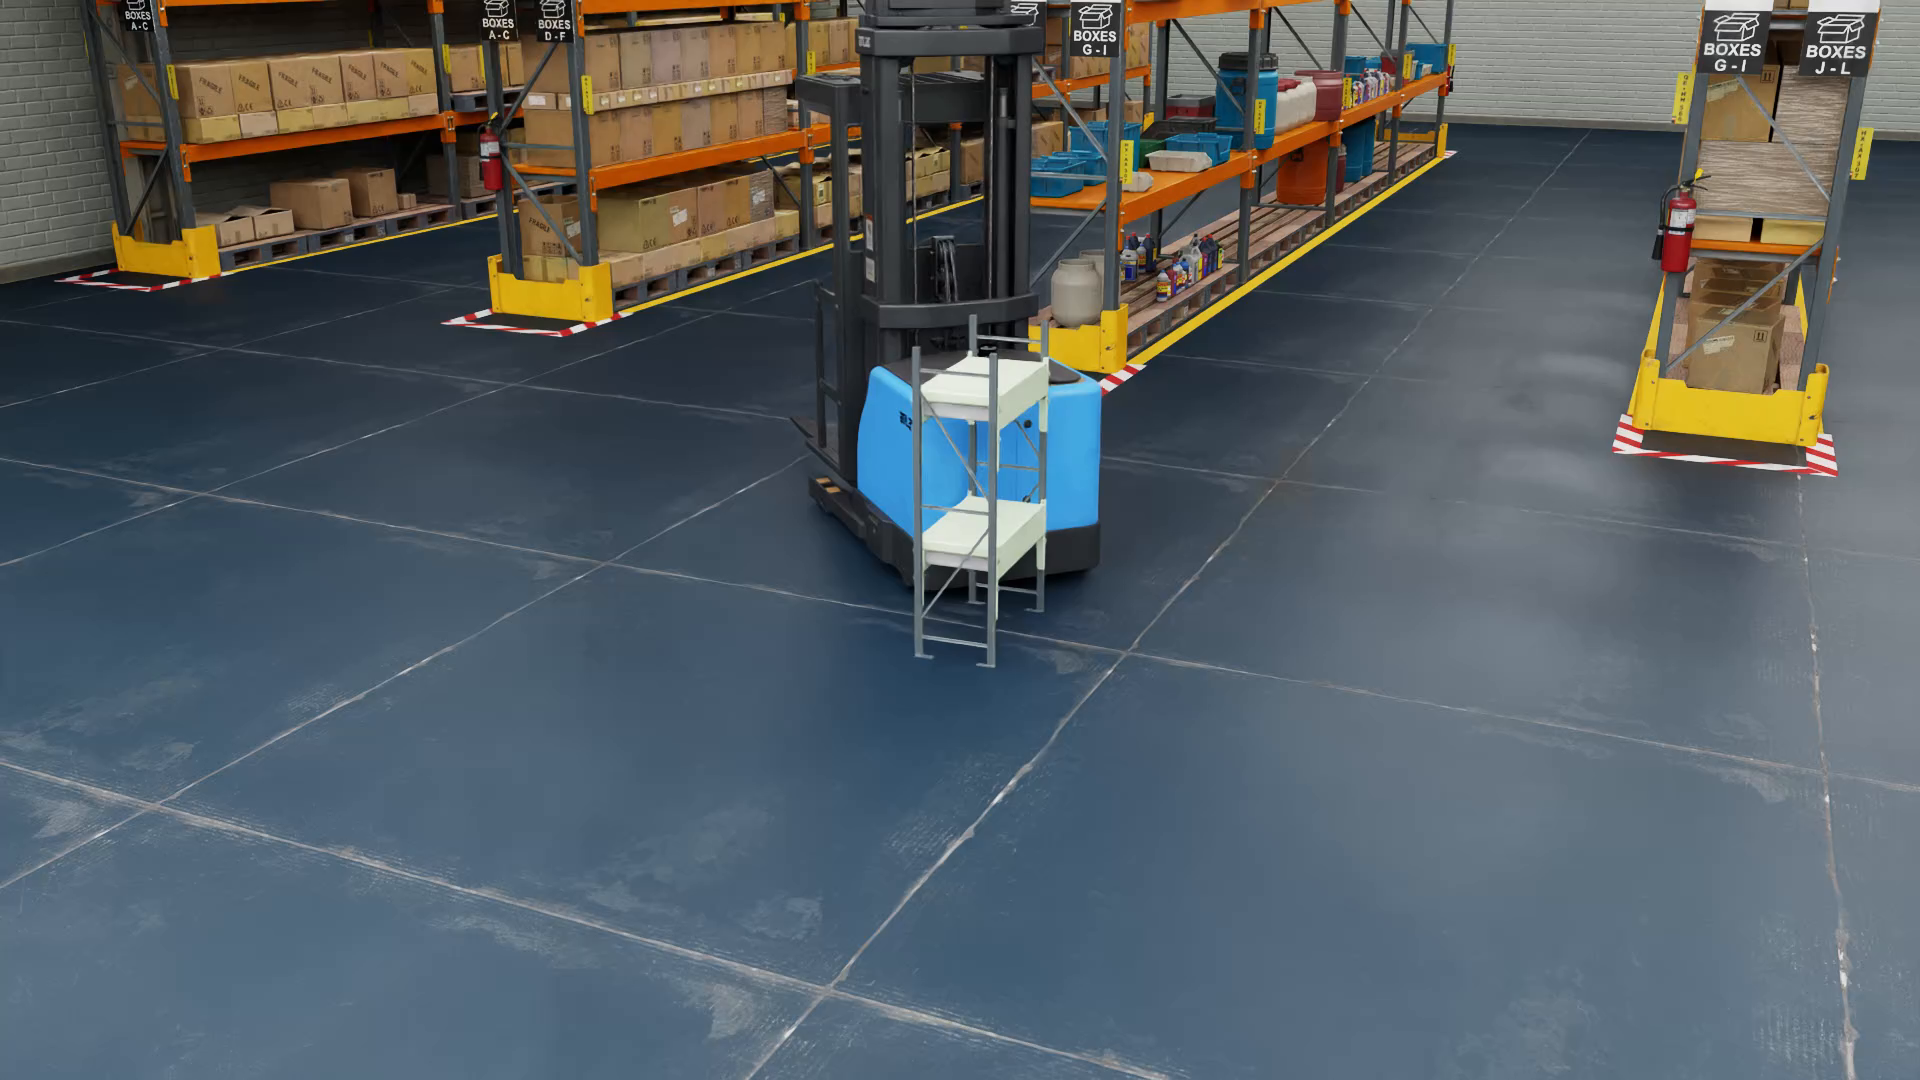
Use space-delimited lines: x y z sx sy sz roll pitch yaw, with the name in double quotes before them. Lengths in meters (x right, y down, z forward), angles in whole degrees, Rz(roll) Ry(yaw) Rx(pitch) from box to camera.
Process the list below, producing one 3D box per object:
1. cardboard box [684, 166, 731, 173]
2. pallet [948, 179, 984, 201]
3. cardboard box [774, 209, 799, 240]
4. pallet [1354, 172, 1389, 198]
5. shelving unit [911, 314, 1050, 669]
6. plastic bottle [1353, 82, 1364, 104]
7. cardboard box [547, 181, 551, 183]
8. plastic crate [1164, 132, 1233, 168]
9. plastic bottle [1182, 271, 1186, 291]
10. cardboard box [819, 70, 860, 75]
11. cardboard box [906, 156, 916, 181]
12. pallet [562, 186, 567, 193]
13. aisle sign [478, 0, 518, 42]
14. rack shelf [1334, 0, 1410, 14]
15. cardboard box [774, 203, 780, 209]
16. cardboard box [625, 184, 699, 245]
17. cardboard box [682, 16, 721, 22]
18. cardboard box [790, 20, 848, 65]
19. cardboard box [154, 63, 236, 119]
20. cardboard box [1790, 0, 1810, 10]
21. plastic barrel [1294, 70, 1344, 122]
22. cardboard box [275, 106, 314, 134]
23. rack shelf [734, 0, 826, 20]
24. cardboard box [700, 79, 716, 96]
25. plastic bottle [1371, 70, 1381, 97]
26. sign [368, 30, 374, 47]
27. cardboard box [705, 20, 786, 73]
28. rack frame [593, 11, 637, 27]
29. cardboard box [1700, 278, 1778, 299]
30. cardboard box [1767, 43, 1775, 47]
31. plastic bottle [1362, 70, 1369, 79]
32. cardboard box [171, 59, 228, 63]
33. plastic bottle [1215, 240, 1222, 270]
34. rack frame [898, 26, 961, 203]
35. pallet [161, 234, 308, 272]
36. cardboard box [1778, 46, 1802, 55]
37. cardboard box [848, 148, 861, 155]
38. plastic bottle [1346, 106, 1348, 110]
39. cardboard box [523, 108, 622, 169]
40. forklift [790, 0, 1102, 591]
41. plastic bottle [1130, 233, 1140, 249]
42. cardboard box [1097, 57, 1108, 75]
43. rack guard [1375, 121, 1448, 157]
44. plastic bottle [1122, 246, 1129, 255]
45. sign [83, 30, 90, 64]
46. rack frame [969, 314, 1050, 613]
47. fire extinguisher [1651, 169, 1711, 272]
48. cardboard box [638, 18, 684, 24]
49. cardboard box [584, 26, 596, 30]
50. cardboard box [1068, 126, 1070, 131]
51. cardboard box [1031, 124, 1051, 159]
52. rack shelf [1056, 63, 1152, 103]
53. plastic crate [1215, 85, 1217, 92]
"cardboard box" -2.783 -3.734 17.850 0.500 0.500 0.500 9 21 23
"pallet" -0.132 -4.863 22.829 1.003 0.211 1.213 9 21 23
"cardboard box" -2.101 -3.462 18.204 0.500 0.250 0.500 9 21 23
"pallet" 5.329 -4.952 23.078 1.003 0.211 1.213 9 21 23
"shelving unit" 0.107 -0.247 7.925 0.431 1.500 0.755 7 21 20
"plastic bottle" 5.085 -5.727 21.280 0.152 0.276 0.135 9 21 23
"cardboard box" -5.735 -5.138 22.513 0.700 0.500 0.500 8 21 22
"plastic crate" 2.202 -3.605 15.351 0.499 0.251 0.616 9 21 23
"plastic bottle" 2.018 -2.394 15.243 0.097 0.201 0.097 0 20 0
"cardboard box" -1.360 -5.325 19.817 0.500 0.500 0.500 9 21 23
"cardboard box" -0.878 -4.613 20.603 0.500 0.311 0.500 8 21 22
"pallet" -5.314 -5.080 23.438 1.003 0.211 1.213 9 21 23
"aisle sign" -4.043 -4.754 14.479 0.394 0.787 0.004 9 21 23
"rack shelf" 4.864 -6.959 21.157 1.077 0.370 4.000 9 21 23
"cardboard box" -2.205 -3.800 19.155 0.500 0.250 0.500 8 21 22
"cardboard box" -2.929 -3.205 16.363 0.500 0.500 0.500 9 21 23
"cardboard box" -3.948 -7.761 25.072 0.500 0.250 0.500 8 21 22
"cardboard box" -2.525 -8.607 28.745 0.980 0.700 0.700 7 21 20
"cardboard box" -7.799 -4.584 16.956 0.500 0.500 0.500 9 21 23
"cardboard box" 5.721 -3.603 10.869 0.500 0.250 0.500 9 22 24
"plastic barrel" 4.132 -5.154 19.281 0.600 0.536 0.708 9 21 23
"cardboard box" -7.366 -4.547 17.972 0.500 0.250 0.500 8 21 22
"rack shelf" -1.291 -6.417 19.633 1.077 0.370 4.000 9 21 23
"cardboard box" -2.653 -4.502 16.534 0.380 0.149 0.250 9 22 24
"plastic bottle" 5.530 -6.090 22.191 0.144 0.351 0.185 9 21 23
"sign" -7.139 -6.030 20.221 0.100 0.325 0.005 9 21 23
"cardboard box" -2.286 -5.253 17.678 0.700 0.500 0.500 9 21 23
"rack frame" -4.993 -6.633 23.642 1.000 3.000 0.127 9 21 23
"cardboard box" 6.046 -1.733 12.969 0.500 0.500 0.500 11 22 28
"cardboard box" 6.307 -3.774 13.518 0.500 0.500 0.500 9 21 23
"plastic bottle" 5.398 -6.110 22.247 0.144 0.351 0.185 9 21 23
"cardboard box" -8.055 -4.805 17.578 0.500 0.500 0.500 9 21 23
"plastic bottle" 2.511 -2.786 16.222 0.061 0.283 0.133 10 22 25
"rack frame" -0.472 -5.954 21.734 1.000 3.000 0.127 9 21 23
"pallet" -7.873 -3.140 17.983 1.003 0.211 1.213 9 21 23
"cardboard box" 6.584 -3.548 12.884 0.500 0.500 0.500 9 21 23
"cardboard box" -1.162 -4.839 21.239 0.500 0.311 0.500 8 21 21
"plastic bottle" 4.707 -5.444 20.486 0.152 0.276 0.135 9 21 23
"cardboard box" -3.545 -3.697 15.237 0.700 0.500 0.500 9 21 23
"forklift" -0.268 -1.579 9.534 1.130 2.935 3.031 -8 21 -20
"plastic bottle" 1.698 -2.820 16.218 0.144 0.351 0.185 9 22 24
"cardboard box" 2.037 -7.652 26.359 0.500 0.500 0.500 8 21 22
"rack guard" 7.319 -6.550 27.141 1.175 0.500 0.348 9 21 23
"plastic bottle" 1.595 -2.675 15.928 0.097 0.271 0.097 0 20 0
"sign" -8.767 -4.964 16.750 0.100 0.325 0.005 9 21 23
"rack frame" 0.237 -0.362 8.247 0.400 1.500 0.023 7 21 20
"fire extinguisher" 4.821 -2.140 11.125 0.296 0.674 0.183 9 21 23
"cardboard box" -4.352 -7.450 24.200 0.500 0.250 0.500 8 21 22
"cardboard box" -5.225 -6.983 22.853 0.380 0.149 0.250 5 20 14
"cardboard box" 1.448 -6.560 26.793 0.500 0.311 0.500 9 21 23
"cardboard box" 1.015 -5.866 24.561 0.500 0.500 0.500 9 21 23
"rack shelf" 1.985 -7.449 27.012 1.077 0.370 4.000 9 21 23
"plastic crate" 3.105 -4.851 18.538 0.402 0.464 0.583 9 21 23
